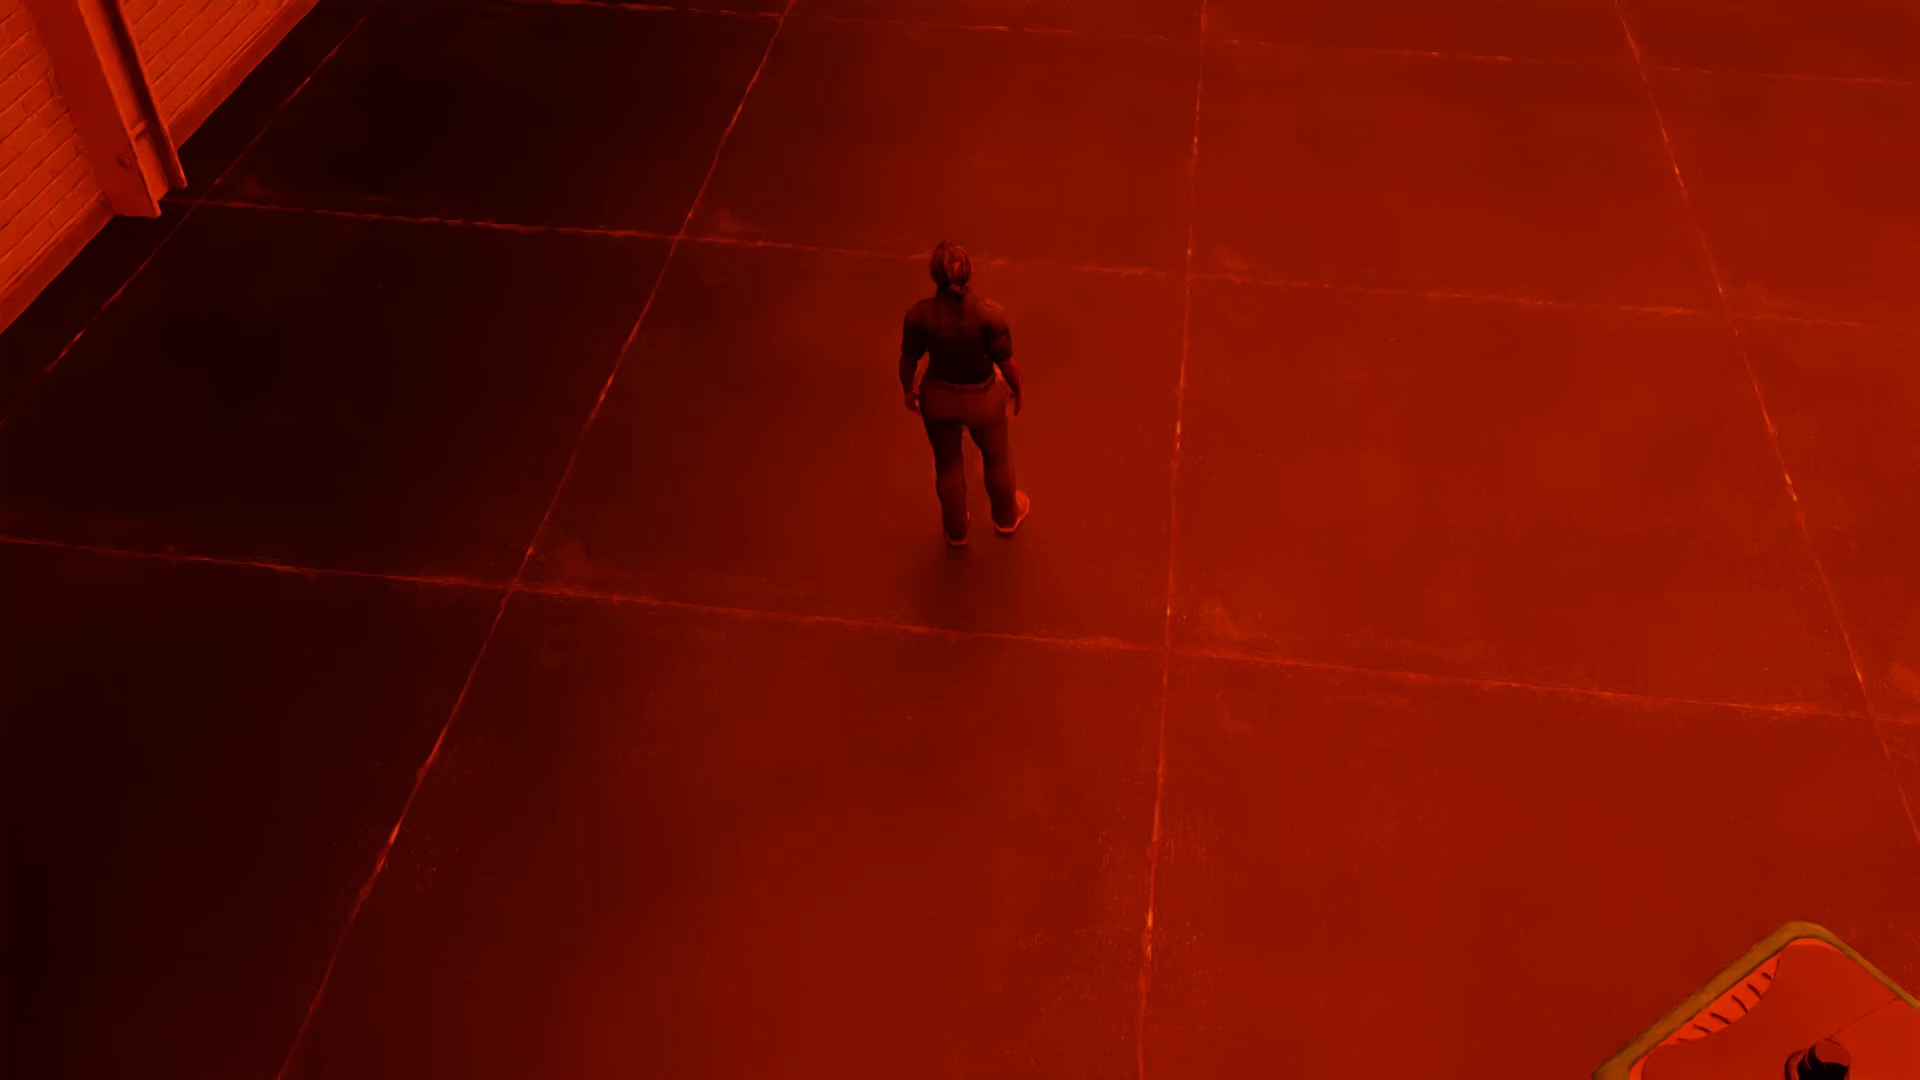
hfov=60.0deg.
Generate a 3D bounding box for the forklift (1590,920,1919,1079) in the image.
[{"bbox_3d":[3.012,1.856,3.704,1.130,2.935,3.031,-25,48,-24],"label":"forklift"}]

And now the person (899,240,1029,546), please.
[{"bbox_3d":[0.031,-0.667,7.392,0.570,1.642,0.503,5,43,6],"label":"person"}]
